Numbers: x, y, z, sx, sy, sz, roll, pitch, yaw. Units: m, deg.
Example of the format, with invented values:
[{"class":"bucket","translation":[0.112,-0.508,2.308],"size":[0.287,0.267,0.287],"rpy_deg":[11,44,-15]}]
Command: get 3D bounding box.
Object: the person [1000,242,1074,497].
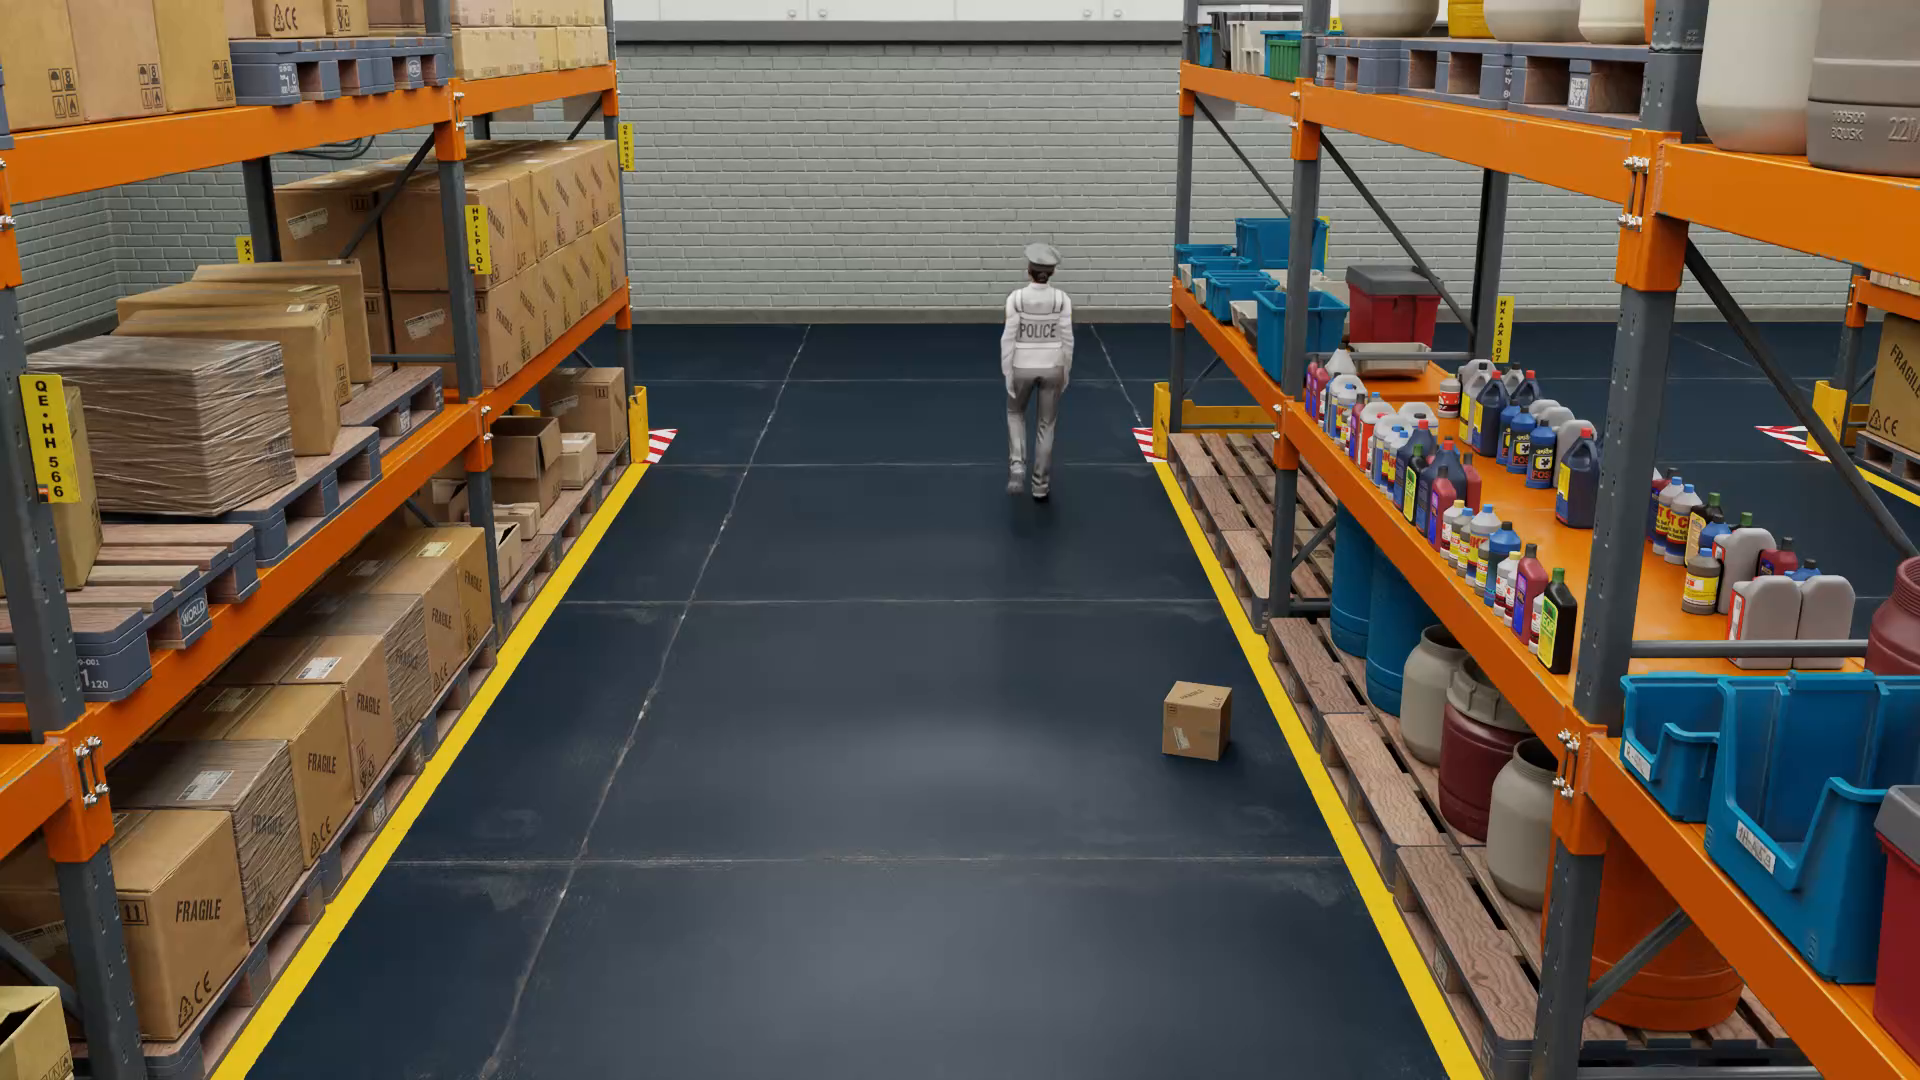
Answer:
[{"class":"person","translation":[0.514,-1.118,11.051],"size":[0.482,1.706,0.438],"rpy_deg":[1,17,4]}]
